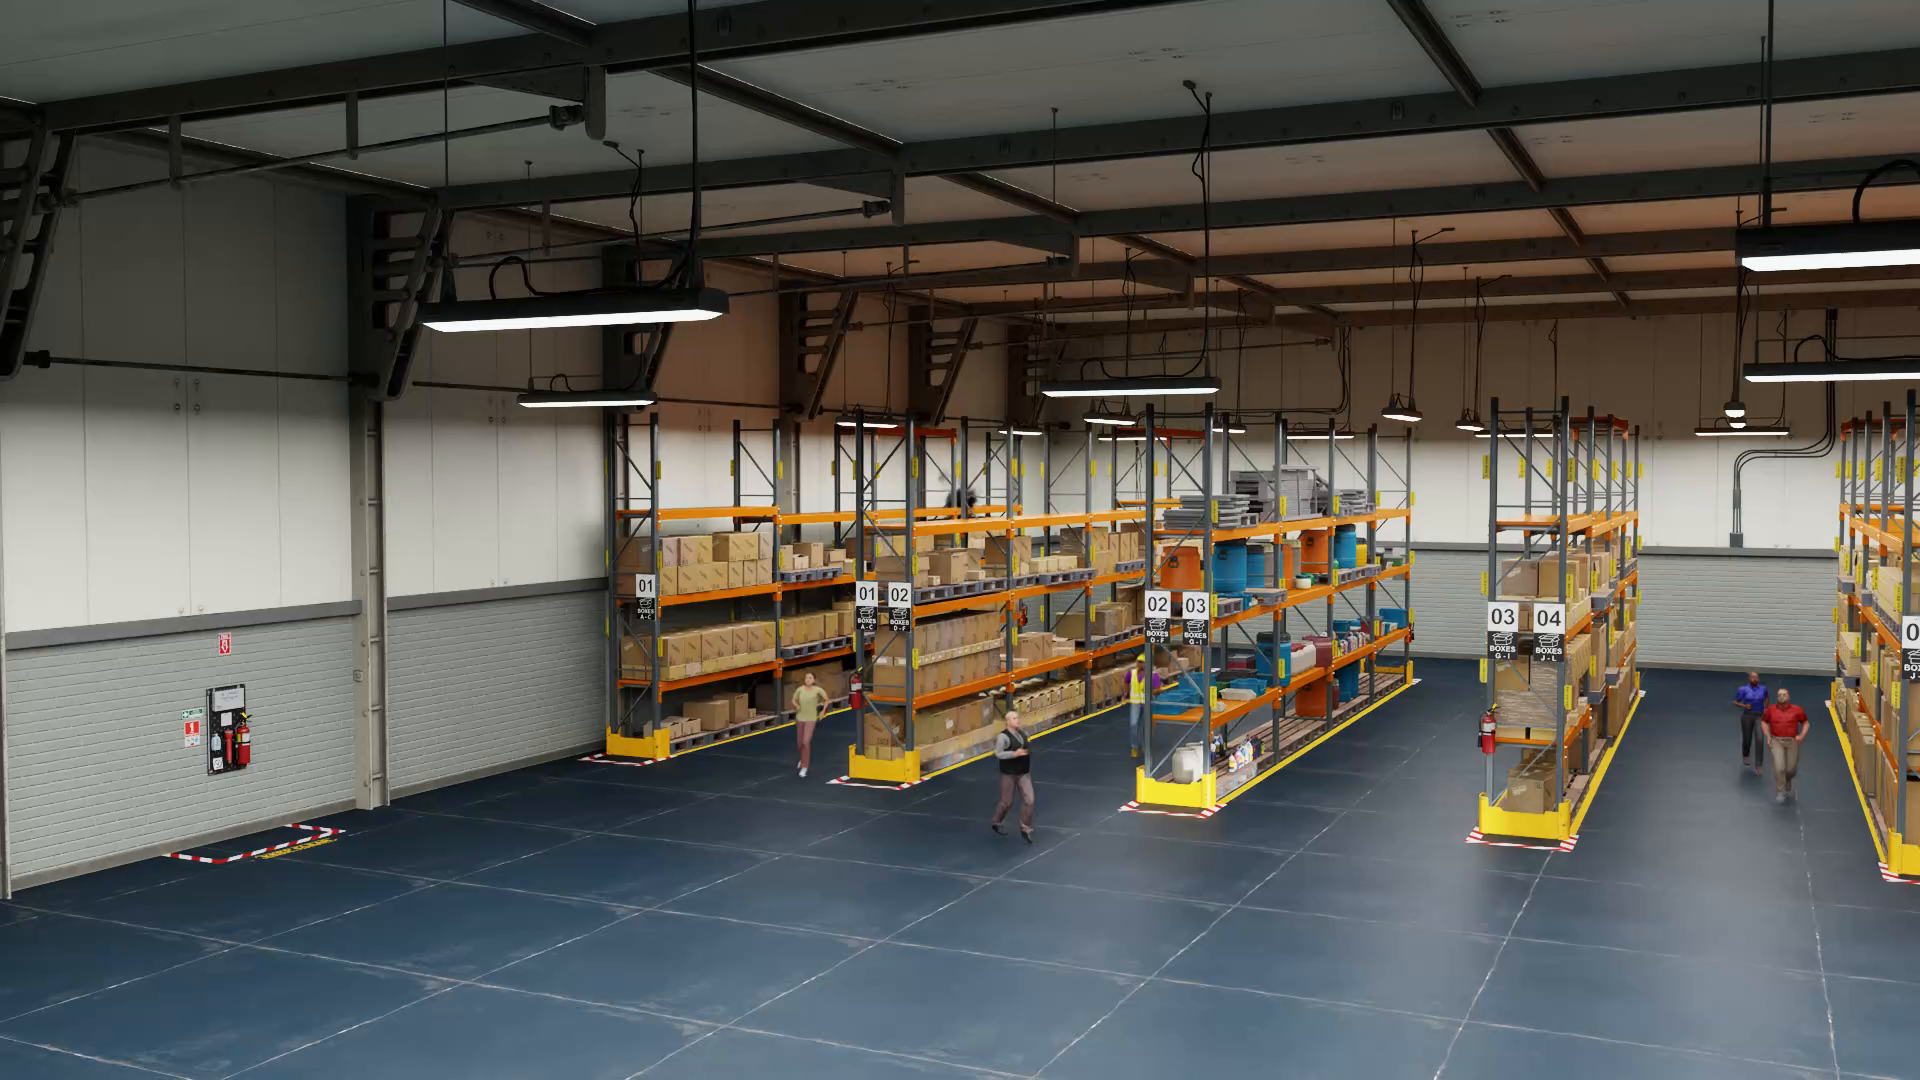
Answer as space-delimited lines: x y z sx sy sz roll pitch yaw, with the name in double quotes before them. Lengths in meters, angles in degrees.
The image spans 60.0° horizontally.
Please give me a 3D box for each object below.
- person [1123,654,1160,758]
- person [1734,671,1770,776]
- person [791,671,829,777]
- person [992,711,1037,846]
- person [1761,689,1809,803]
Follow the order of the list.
"person" 3.171 2.900 29.078 0.669 1.823 0.751 0 2 11
"person" 13.135 2.998 27.574 0.576 1.677 0.905 1 3 18
"person" -2.506 2.996 27.418 0.610 1.690 0.832 1 2 13
"person" 0.723 3.191 22.387 0.644 1.769 0.752 -2 3 -37
"person" 12.508 3.105 25.232 0.658 1.705 0.612 1 3 29
